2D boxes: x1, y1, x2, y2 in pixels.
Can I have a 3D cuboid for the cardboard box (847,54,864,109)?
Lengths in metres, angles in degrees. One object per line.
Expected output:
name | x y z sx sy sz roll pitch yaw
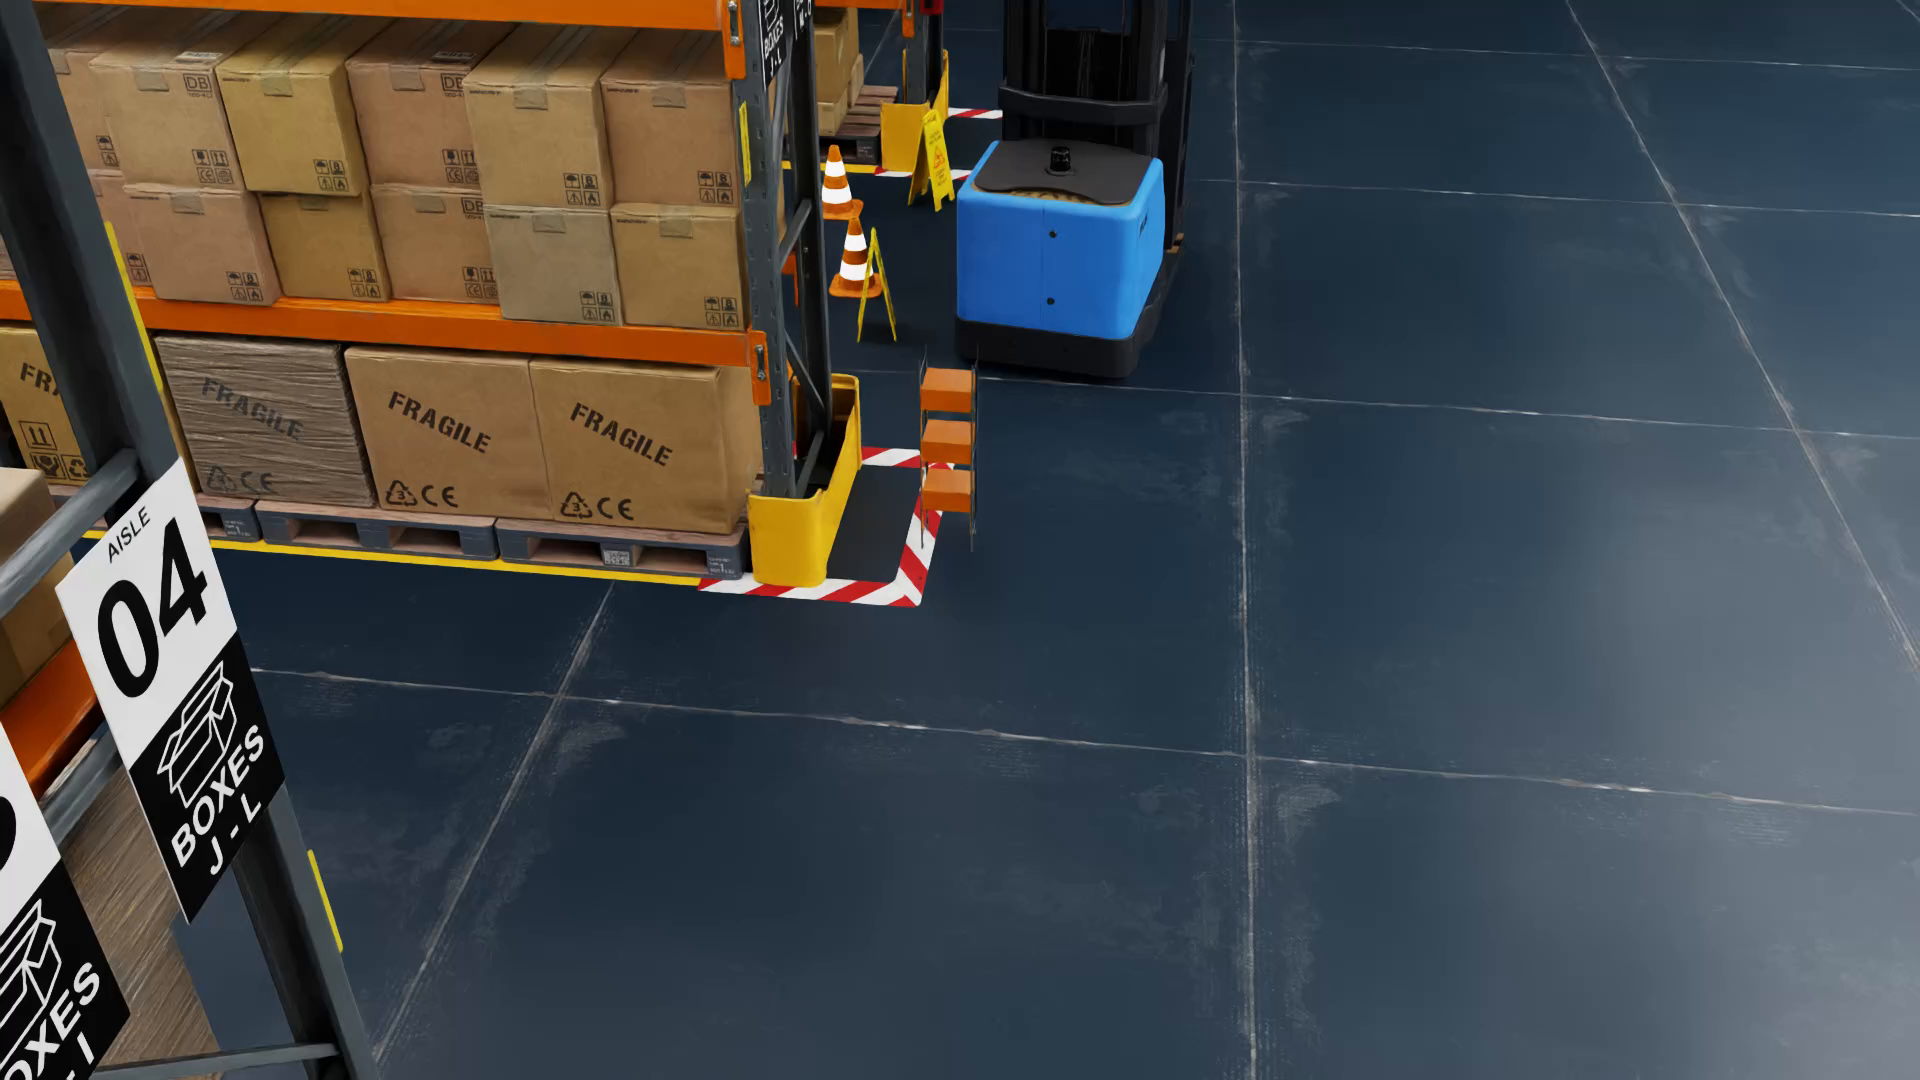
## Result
cardboard box | -1.016 -3.470 12.536 0.500 0.250 0.500 4 36 6

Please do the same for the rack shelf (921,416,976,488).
rack shelf | -0.053 -0.423 7.957 0.240 0.259 0.215 4 36 6

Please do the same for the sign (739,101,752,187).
sign | -0.864 -1.596 6.703 0.005 0.325 0.100 4 36 6

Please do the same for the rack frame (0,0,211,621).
rack frame | -1.513 -0.931 1.809 0.127 3.000 1.000 4 36 6

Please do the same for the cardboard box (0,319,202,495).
cardboard box | -4.134 -0.855 8.333 0.875 0.875 0.875 5 36 7

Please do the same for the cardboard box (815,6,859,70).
cardboard box | -1.040 -3.777 12.320 0.500 0.500 0.500 3 36 4

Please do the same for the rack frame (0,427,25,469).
rack frame | -4.749 -1.636 7.960 0.127 3.000 1.000 4 36 6

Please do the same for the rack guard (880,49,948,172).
rack guard | -0.326 -3.188 12.286 0.348 0.500 1.175 4 36 6

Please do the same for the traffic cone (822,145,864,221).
traffic cone | -0.842 -2.455 11.292 0.334 0.463 0.336 4 36 6

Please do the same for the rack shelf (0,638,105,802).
rack shelf | -3.497 0.434 3.096 4.000 0.370 1.077 4 36 6

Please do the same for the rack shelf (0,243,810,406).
rack shelf | -2.765 -1.195 7.962 4.000 0.370 1.077 4 36 6

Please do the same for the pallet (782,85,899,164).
pallet | -1.128 -3.151 12.483 1.213 0.211 1.003 4 36 6

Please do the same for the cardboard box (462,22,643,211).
cardboard box | -1.702 -1.878 7.240 0.550 0.550 0.875 4 36 6

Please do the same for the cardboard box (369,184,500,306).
cardboard box | -2.243 -1.544 7.702 0.550 0.550 0.875 4 36 6

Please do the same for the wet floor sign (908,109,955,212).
wet floor sign | -0.199 -2.611 11.352 0.232 0.644 0.267 17 39 22

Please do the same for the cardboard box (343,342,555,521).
cardboard box | -2.335 -0.722 8.147 0.875 0.875 0.875 4 36 5

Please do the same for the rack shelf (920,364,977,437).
rack shelf | -0.053 -0.654 7.792 0.240 0.259 0.215 4 36 6

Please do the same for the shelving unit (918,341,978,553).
shelving unit | -0.053 -0.431 7.951 0.252 1.050 0.215 4 36 6

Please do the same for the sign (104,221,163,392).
sign | -1.444 -0.379 2.864 0.005 0.325 0.100 4 36 6

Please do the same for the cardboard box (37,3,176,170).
cardboard box | -3.827 -2.116 7.573 0.550 0.550 0.875 4 36 6

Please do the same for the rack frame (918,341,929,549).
rack frame | -0.174 -0.440 7.963 0.008 1.050 0.200 4 36 6

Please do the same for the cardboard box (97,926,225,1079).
cardboard box | -2.055 1.292 3.515 0.500 0.500 0.875 4 36 6

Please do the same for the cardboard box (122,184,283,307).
cardboard box | -3.312 -1.541 7.698 0.550 0.550 0.875 4 36 6

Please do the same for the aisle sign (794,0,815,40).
aisle sign | -0.673 -2.566 7.025 0.004 0.787 0.394 4 36 6

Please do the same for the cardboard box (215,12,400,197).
cardboard box | -2.782 -1.962 7.358 0.500 0.550 0.875 4 36 6

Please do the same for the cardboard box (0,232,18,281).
cardboard box | -4.381 -1.676 7.888 0.550 0.550 0.875 4 36 6

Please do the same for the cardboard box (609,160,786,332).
cardboard box | -1.155 -1.402 7.504 0.550 0.550 0.875 4 36 6

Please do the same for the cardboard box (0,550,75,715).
cardboard box | -1.958 0.166 2.982 0.500 0.250 0.500 5 36 7

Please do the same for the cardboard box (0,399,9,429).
cardboard box | -5.376 -0.885 8.483 0.750 0.750 1.050 4 36 6

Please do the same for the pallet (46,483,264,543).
pallet | -4.004 -0.399 8.628 1.213 0.211 1.003 4 36 6

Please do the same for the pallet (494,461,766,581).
pallet | -1.584 -0.219 8.375 1.213 0.211 1.003 4 36 6

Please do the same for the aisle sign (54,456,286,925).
aisle sign | -1.414 0.284 3.032 0.004 0.787 0.394 4 36 6

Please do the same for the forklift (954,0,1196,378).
forklift | 0.857 -2.965 9.882 1.130 2.935 3.031 9 37 13
